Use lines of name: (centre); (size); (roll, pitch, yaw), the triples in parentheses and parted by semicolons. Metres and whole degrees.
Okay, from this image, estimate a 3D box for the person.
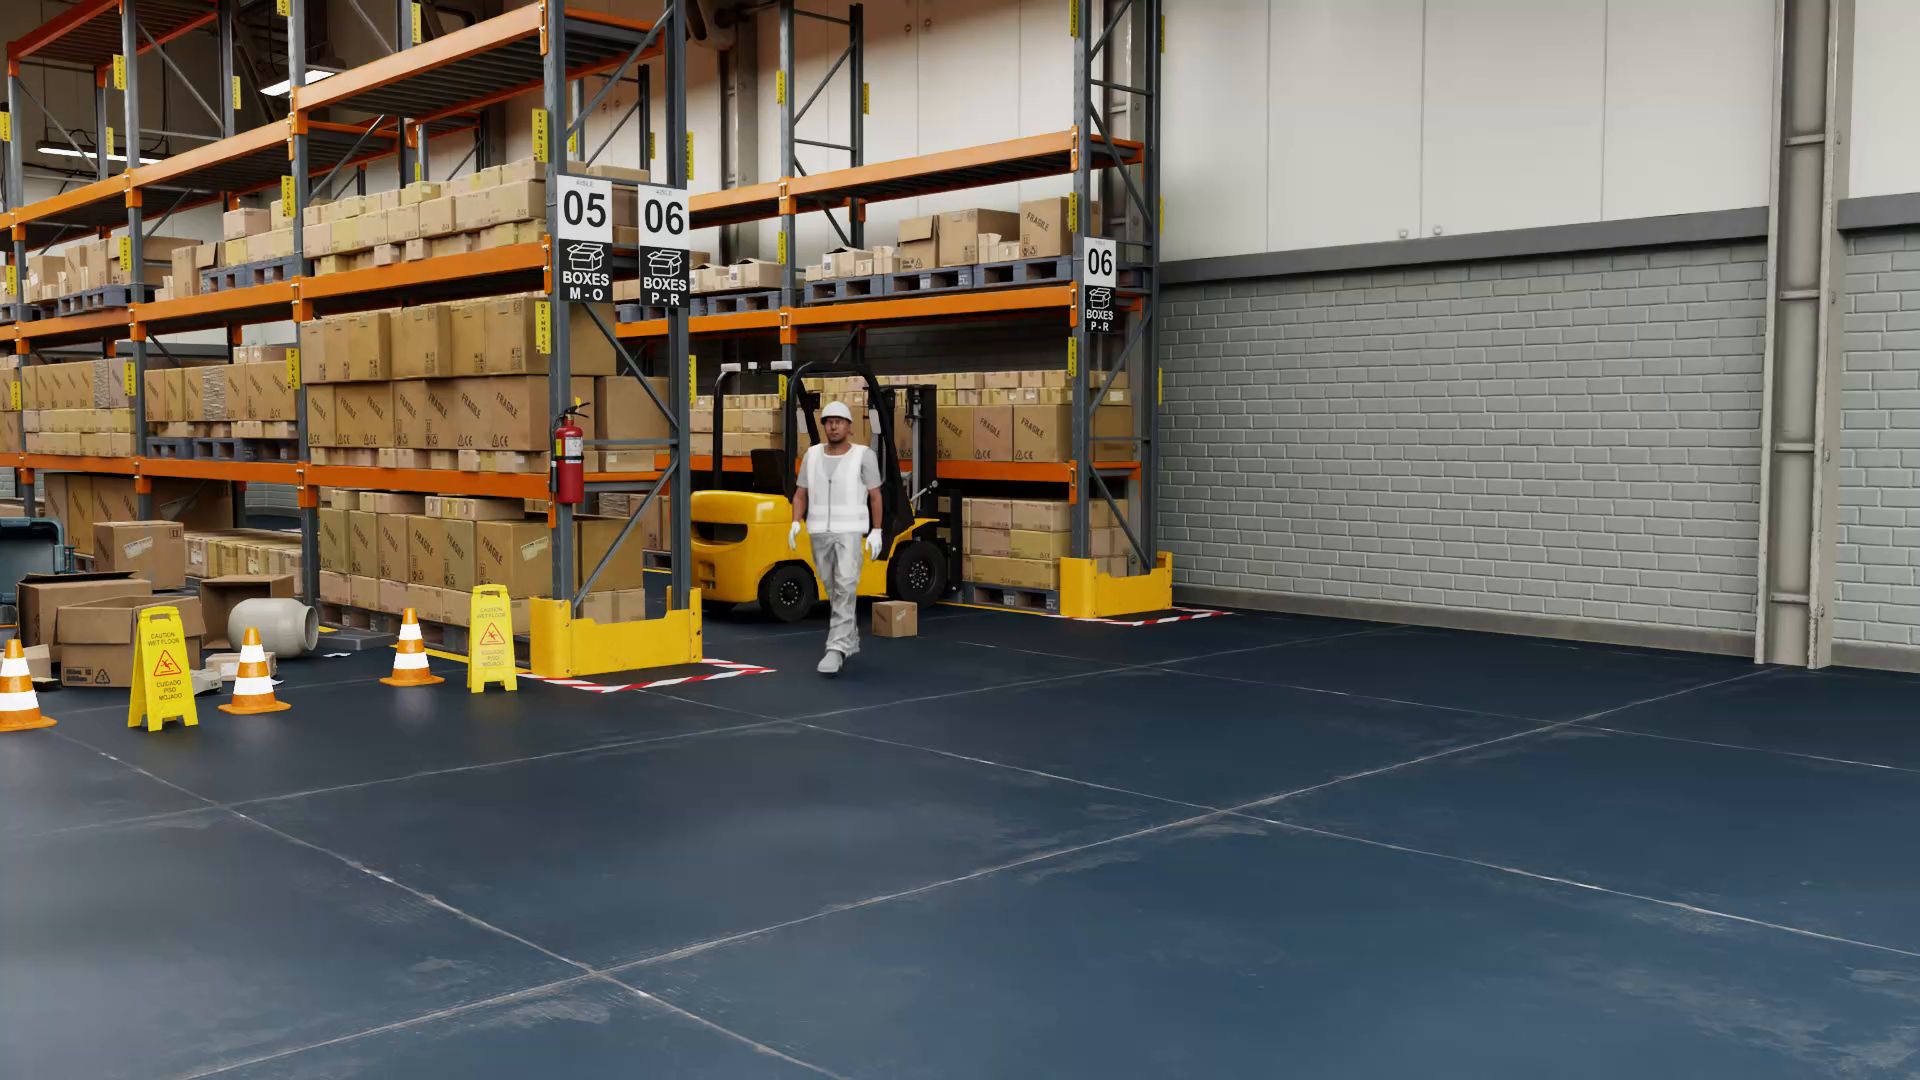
person: (-0.849, -0.047, 10.985); (0.565, 1.736, 0.983); (1, 4, 17)
